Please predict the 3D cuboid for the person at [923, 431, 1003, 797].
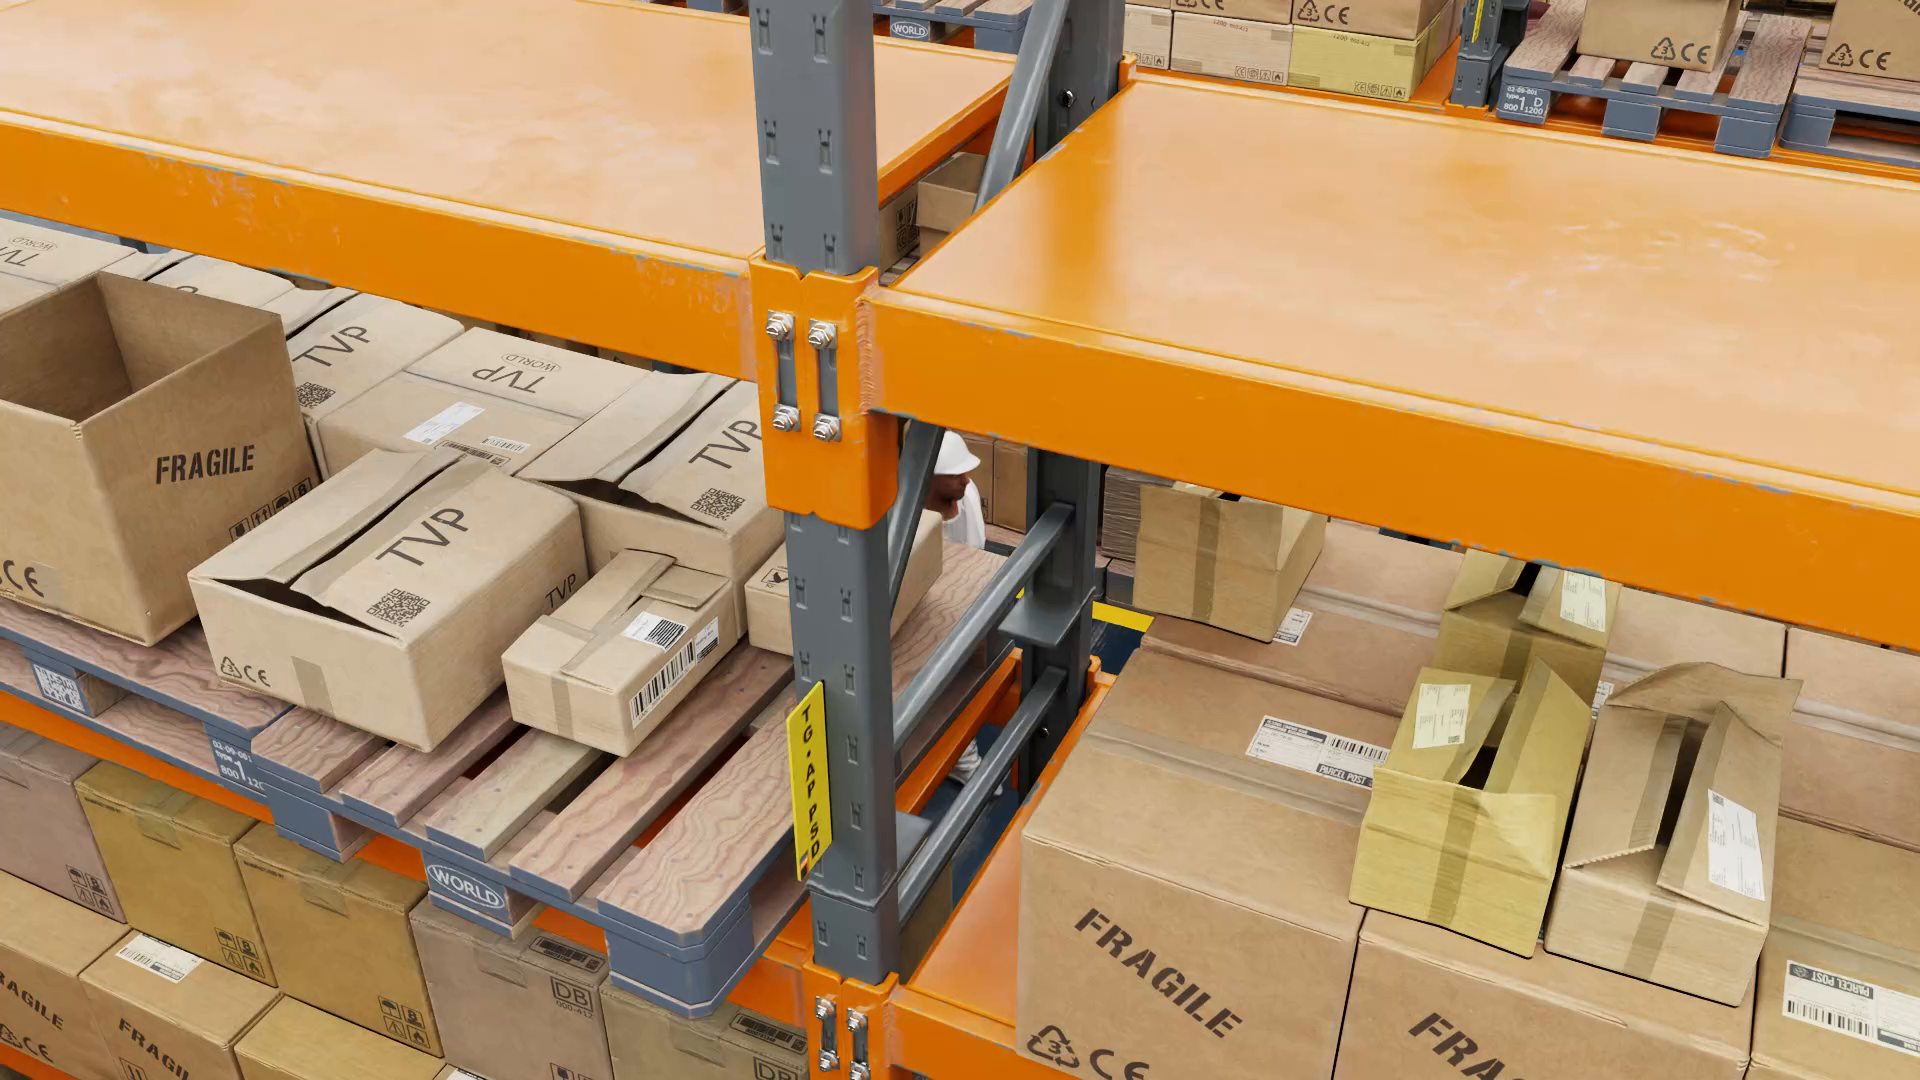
[{"bbox_3d":[-0.184,0.287,7.007,0.584,1.778,0.823,-28,42,-35],"label":"person"}]
